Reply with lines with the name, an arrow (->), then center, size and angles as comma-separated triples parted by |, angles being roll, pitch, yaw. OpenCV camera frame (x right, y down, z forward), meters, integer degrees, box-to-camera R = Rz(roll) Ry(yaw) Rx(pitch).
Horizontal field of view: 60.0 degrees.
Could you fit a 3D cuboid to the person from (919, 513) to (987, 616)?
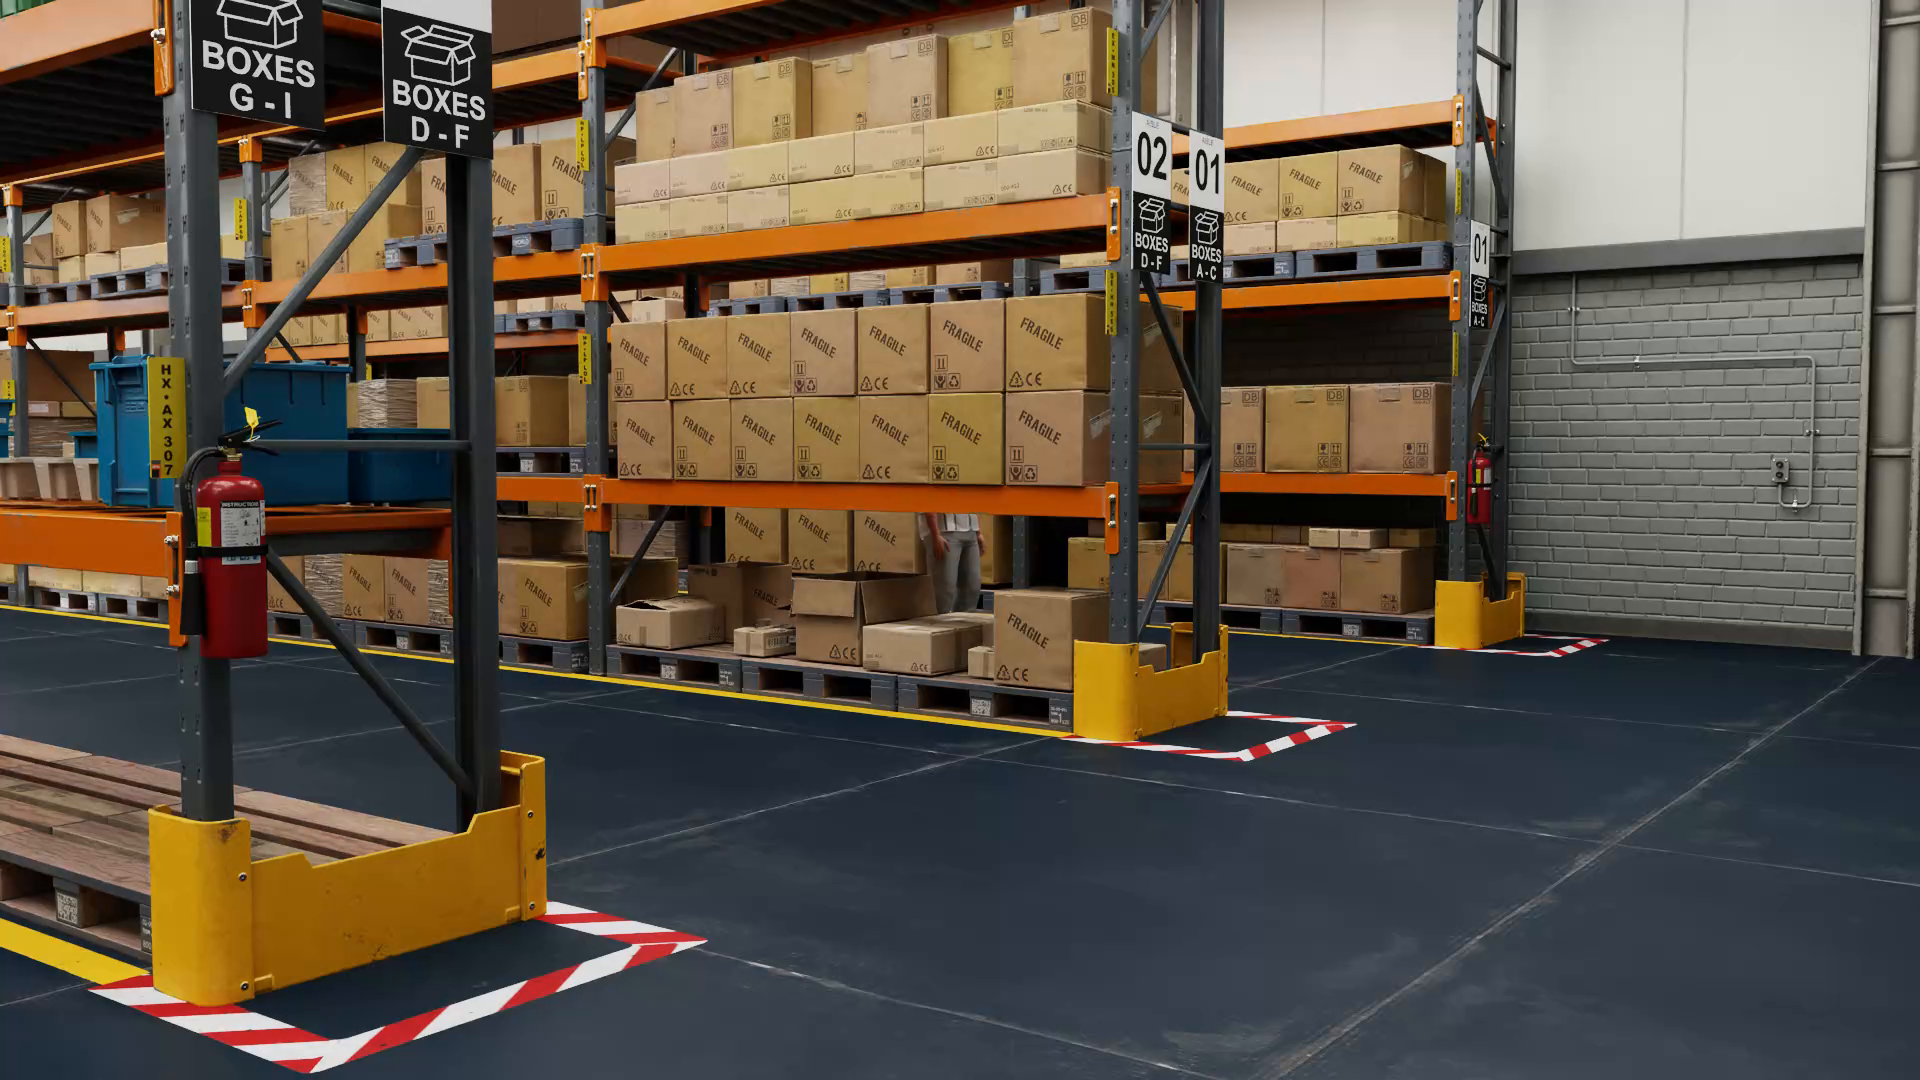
person -> -0.052, -0.023, 11.722 | 0.428, 1.751, 0.605 | 2, 4, 36
